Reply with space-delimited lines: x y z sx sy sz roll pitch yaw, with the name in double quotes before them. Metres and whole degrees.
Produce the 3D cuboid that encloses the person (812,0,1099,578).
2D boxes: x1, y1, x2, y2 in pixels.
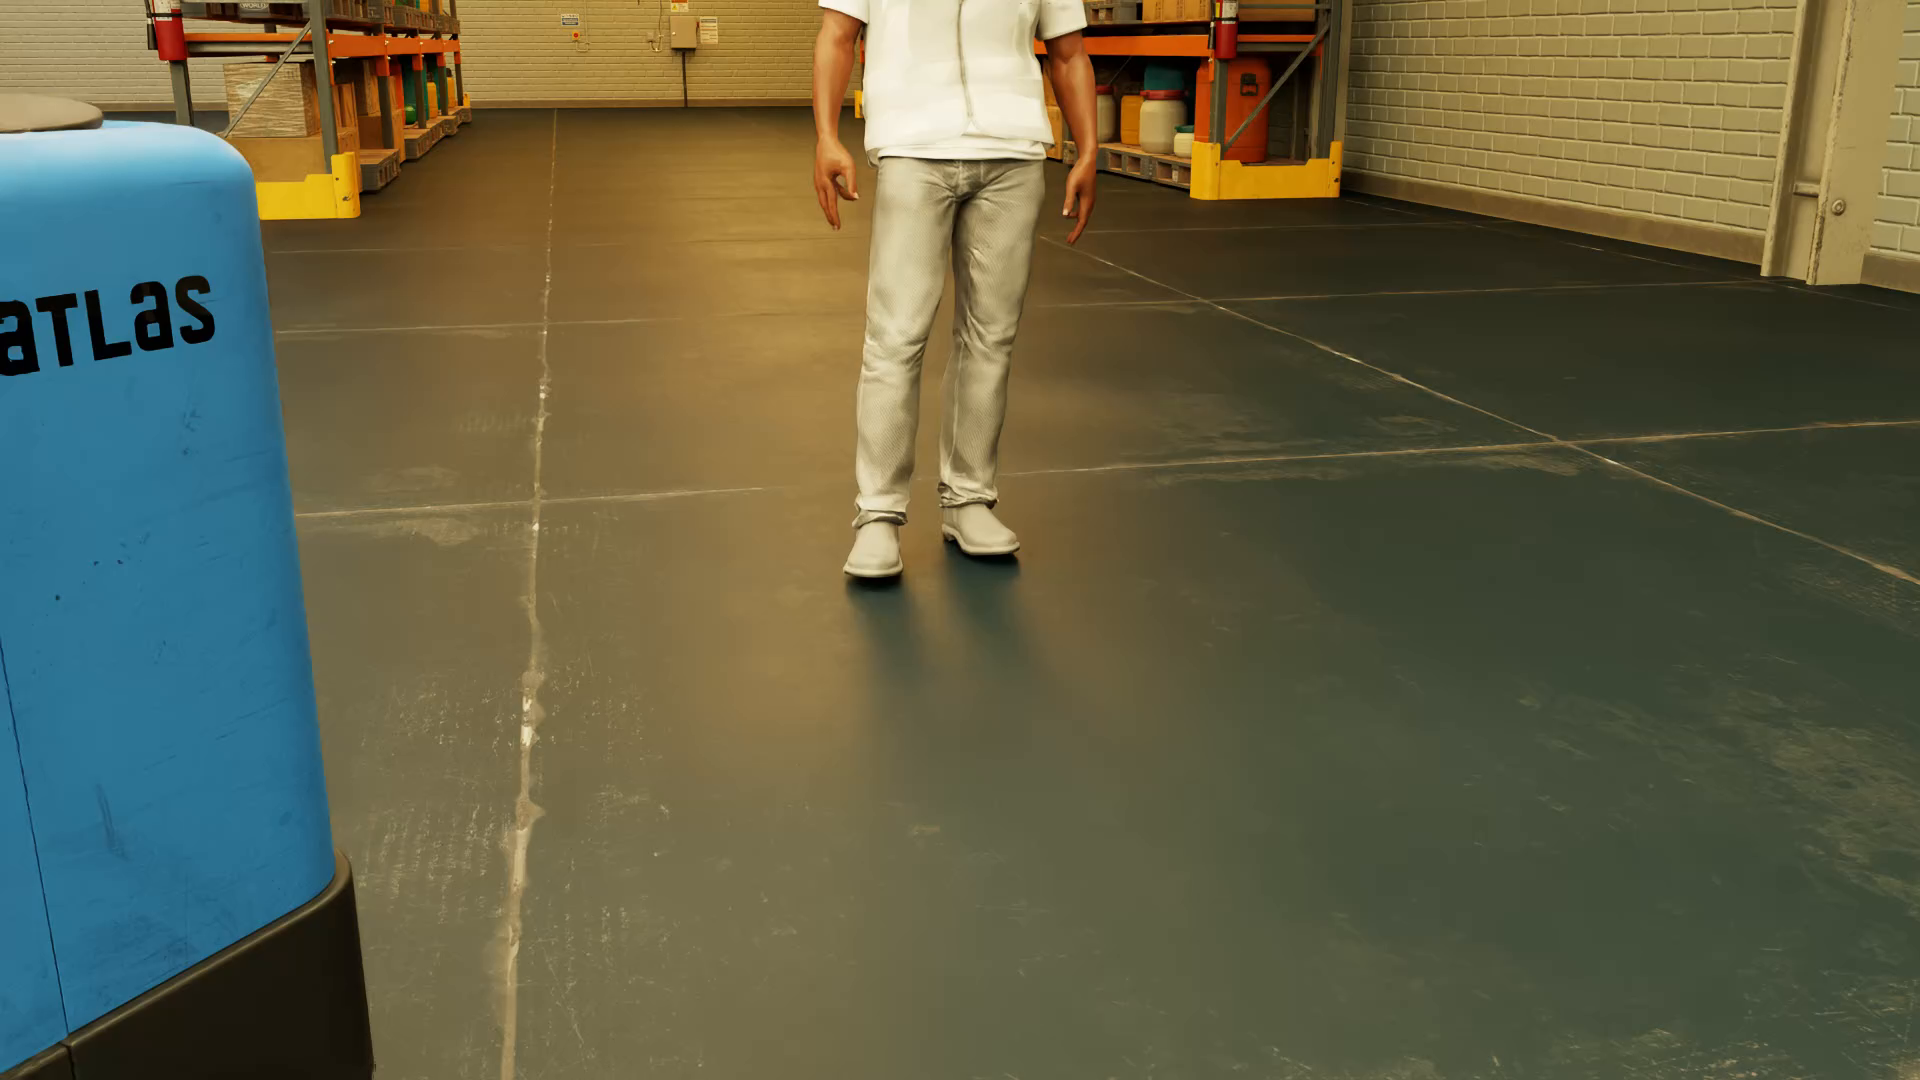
"person" 0.011 -0.834 3.696 0.666 1.768 0.575 -4 17 -12
